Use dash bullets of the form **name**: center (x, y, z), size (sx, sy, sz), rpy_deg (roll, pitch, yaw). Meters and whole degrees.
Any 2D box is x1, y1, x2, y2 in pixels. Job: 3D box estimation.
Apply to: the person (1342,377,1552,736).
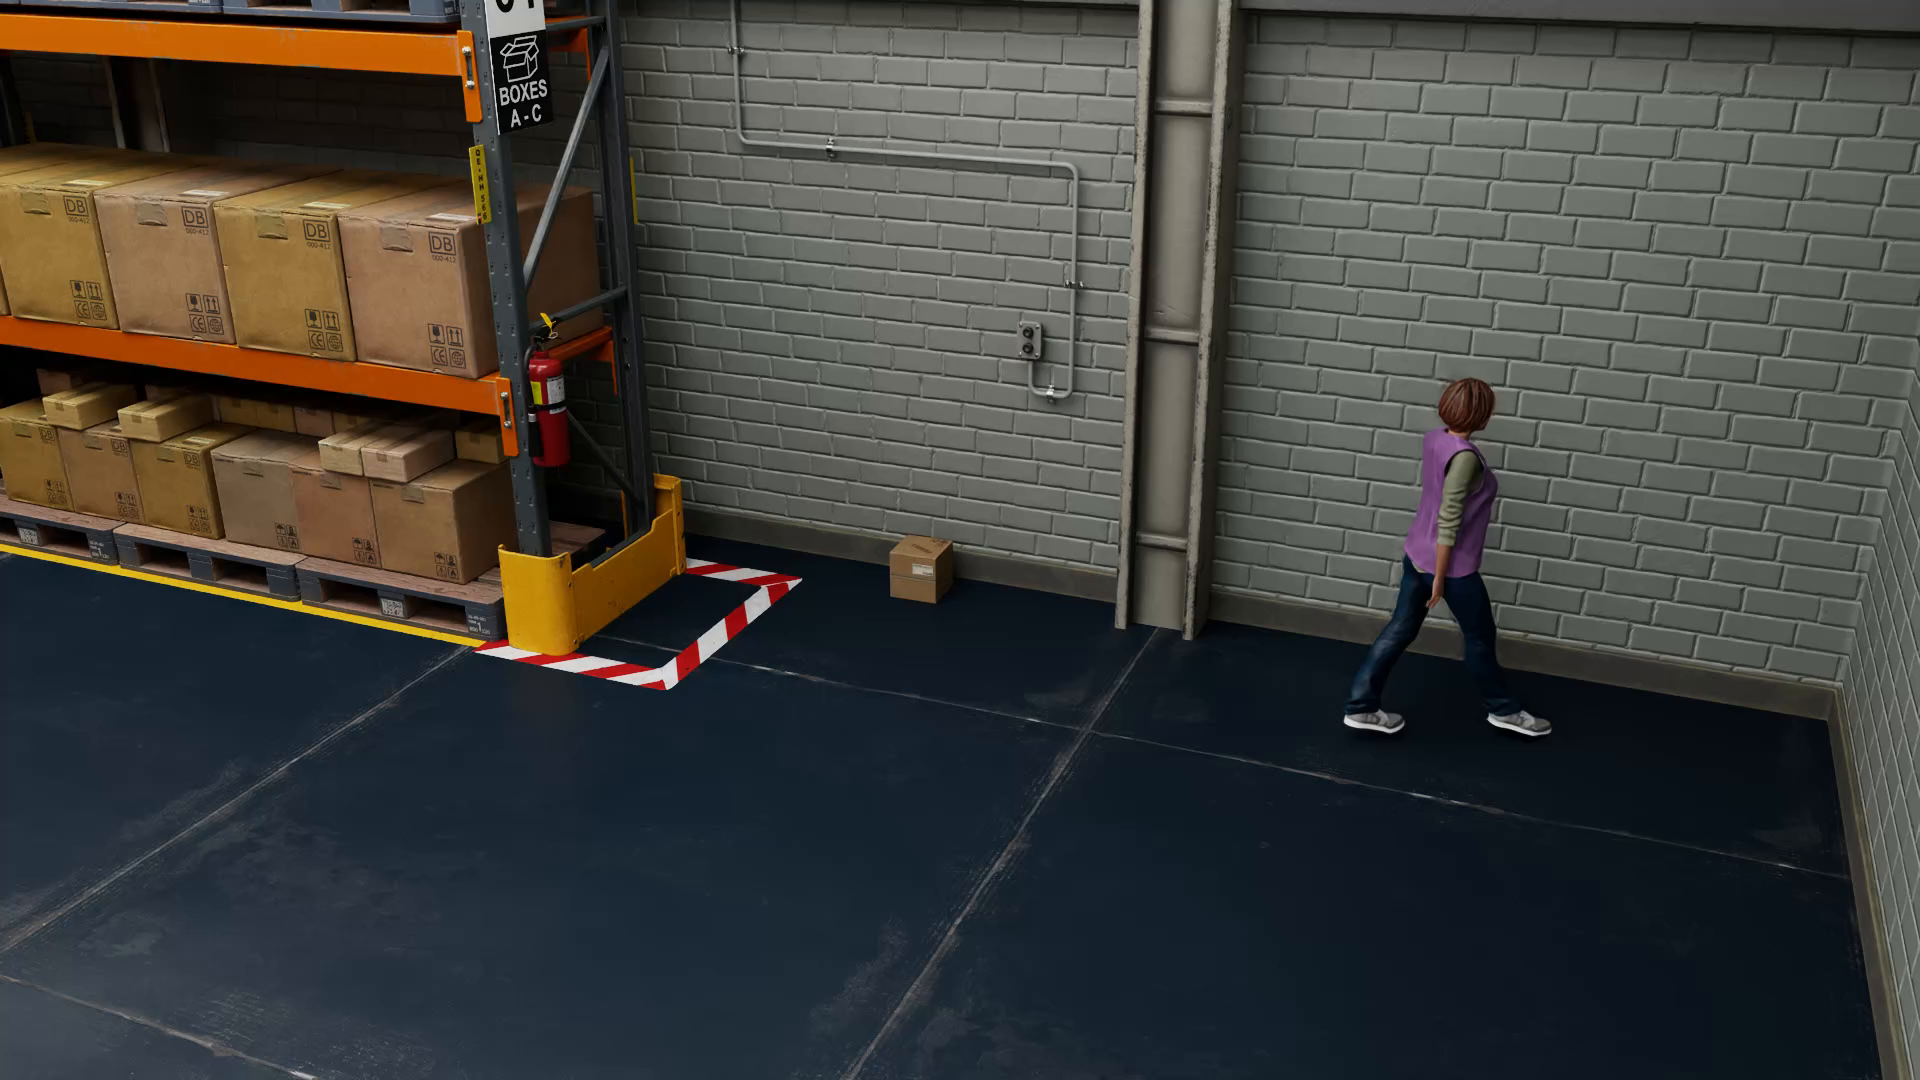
- **person**: center (2.066, 0.066, 6.909), size (0.880, 1.555, 0.440), rpy_deg (-3, 23, -8)
